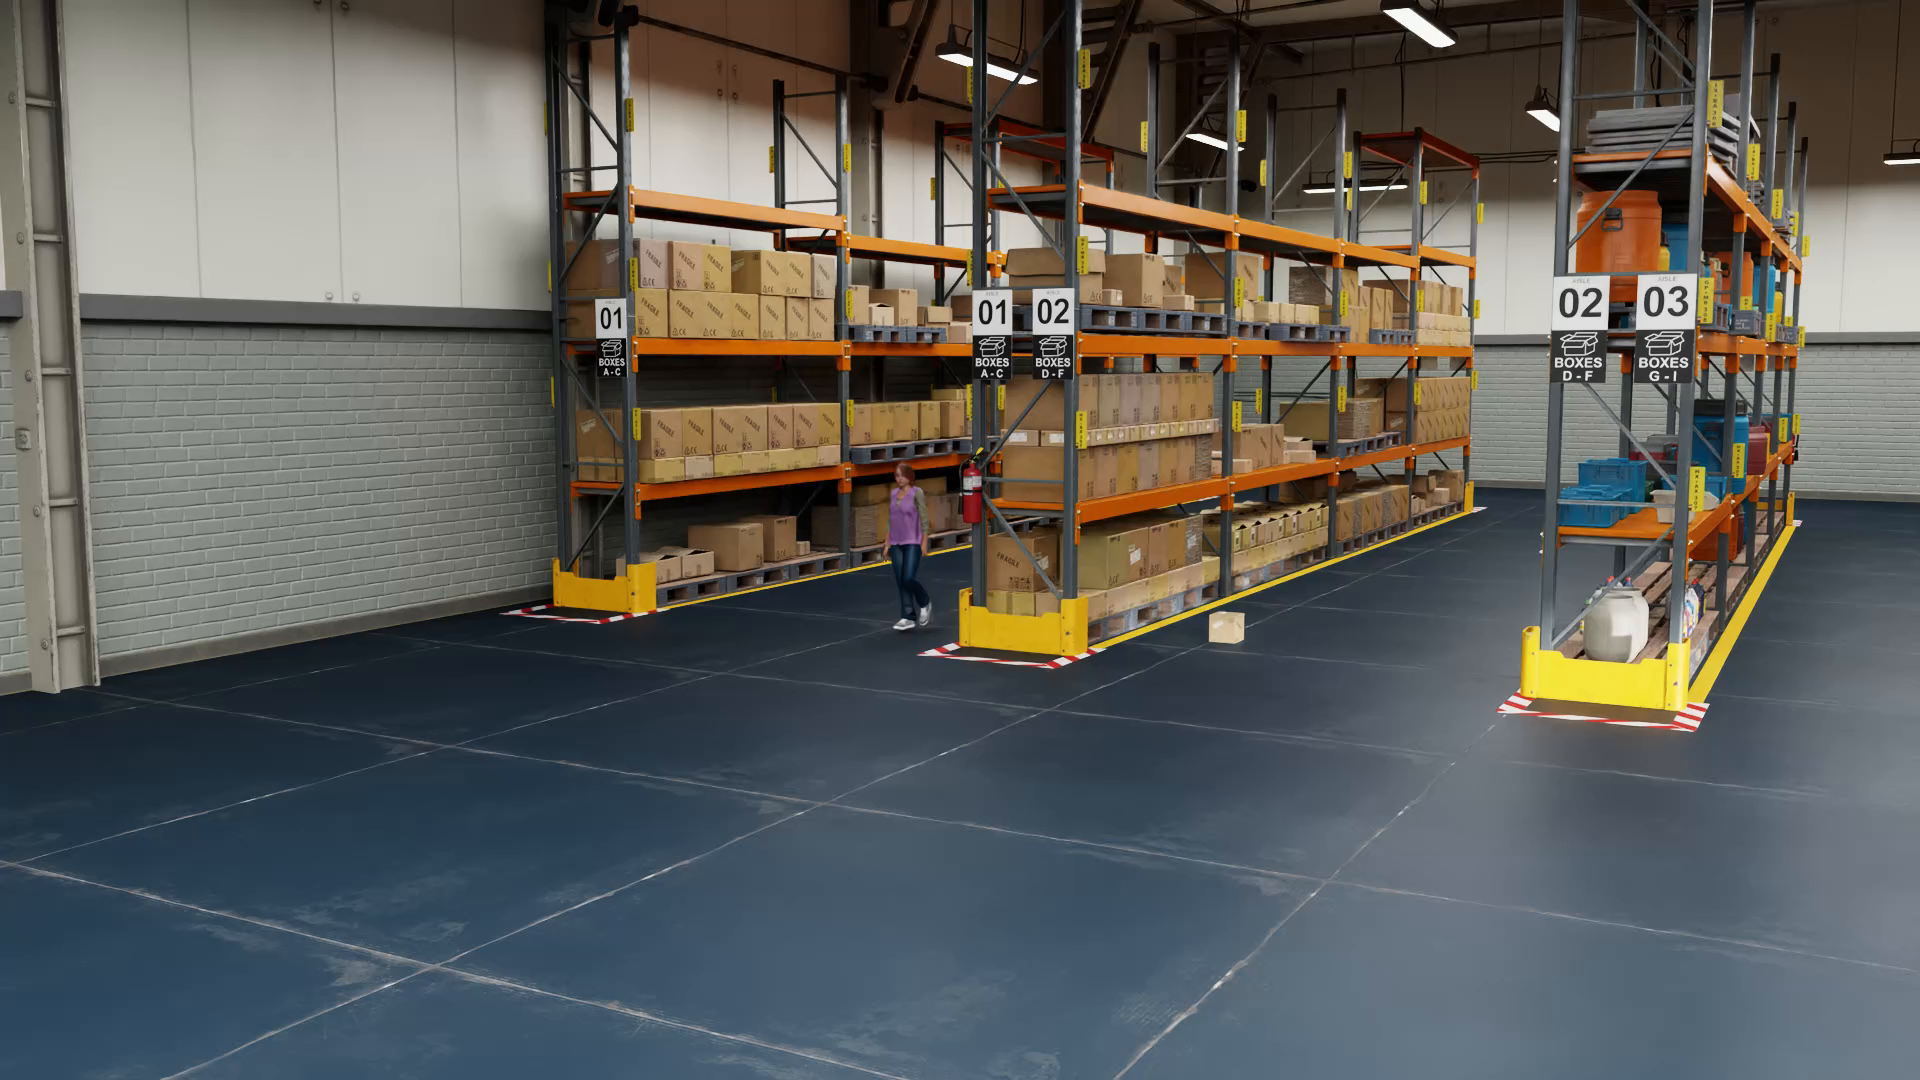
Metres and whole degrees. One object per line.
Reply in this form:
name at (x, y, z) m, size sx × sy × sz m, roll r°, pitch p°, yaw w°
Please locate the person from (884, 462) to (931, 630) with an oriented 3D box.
person at (-0.490, 0.054, 15.847) m, size 0.425 × 1.591 × 0.442 m, roll 4°, pitch 8°, yaw 35°
